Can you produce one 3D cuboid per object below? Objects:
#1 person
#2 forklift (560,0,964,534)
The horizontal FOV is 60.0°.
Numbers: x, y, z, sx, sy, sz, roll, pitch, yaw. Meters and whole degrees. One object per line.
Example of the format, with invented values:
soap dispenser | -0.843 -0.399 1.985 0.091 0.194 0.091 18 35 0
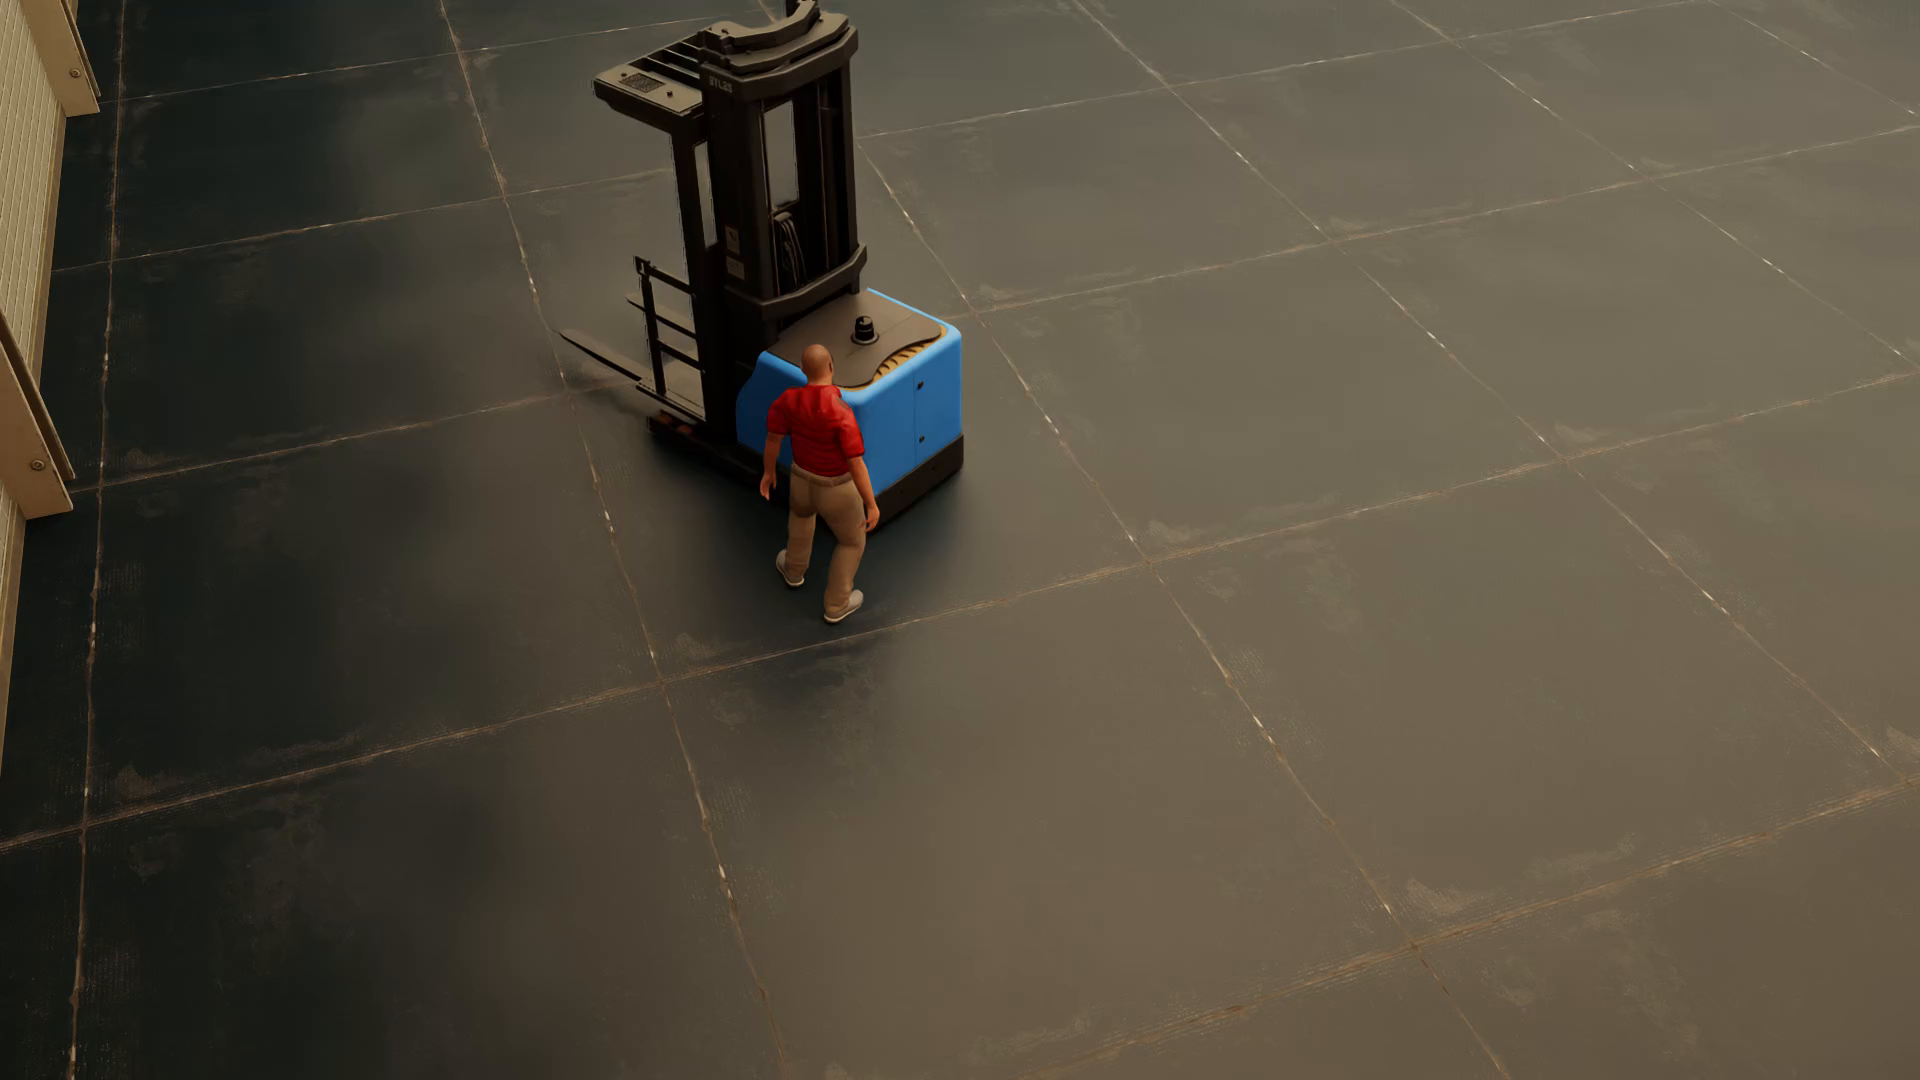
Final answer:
person | -0.789 -0.314 9.353 0.885 1.701 0.416 22 45 24
forklift | -1.433 -1.952 10.321 3.031 2.935 1.130 28 47 29
